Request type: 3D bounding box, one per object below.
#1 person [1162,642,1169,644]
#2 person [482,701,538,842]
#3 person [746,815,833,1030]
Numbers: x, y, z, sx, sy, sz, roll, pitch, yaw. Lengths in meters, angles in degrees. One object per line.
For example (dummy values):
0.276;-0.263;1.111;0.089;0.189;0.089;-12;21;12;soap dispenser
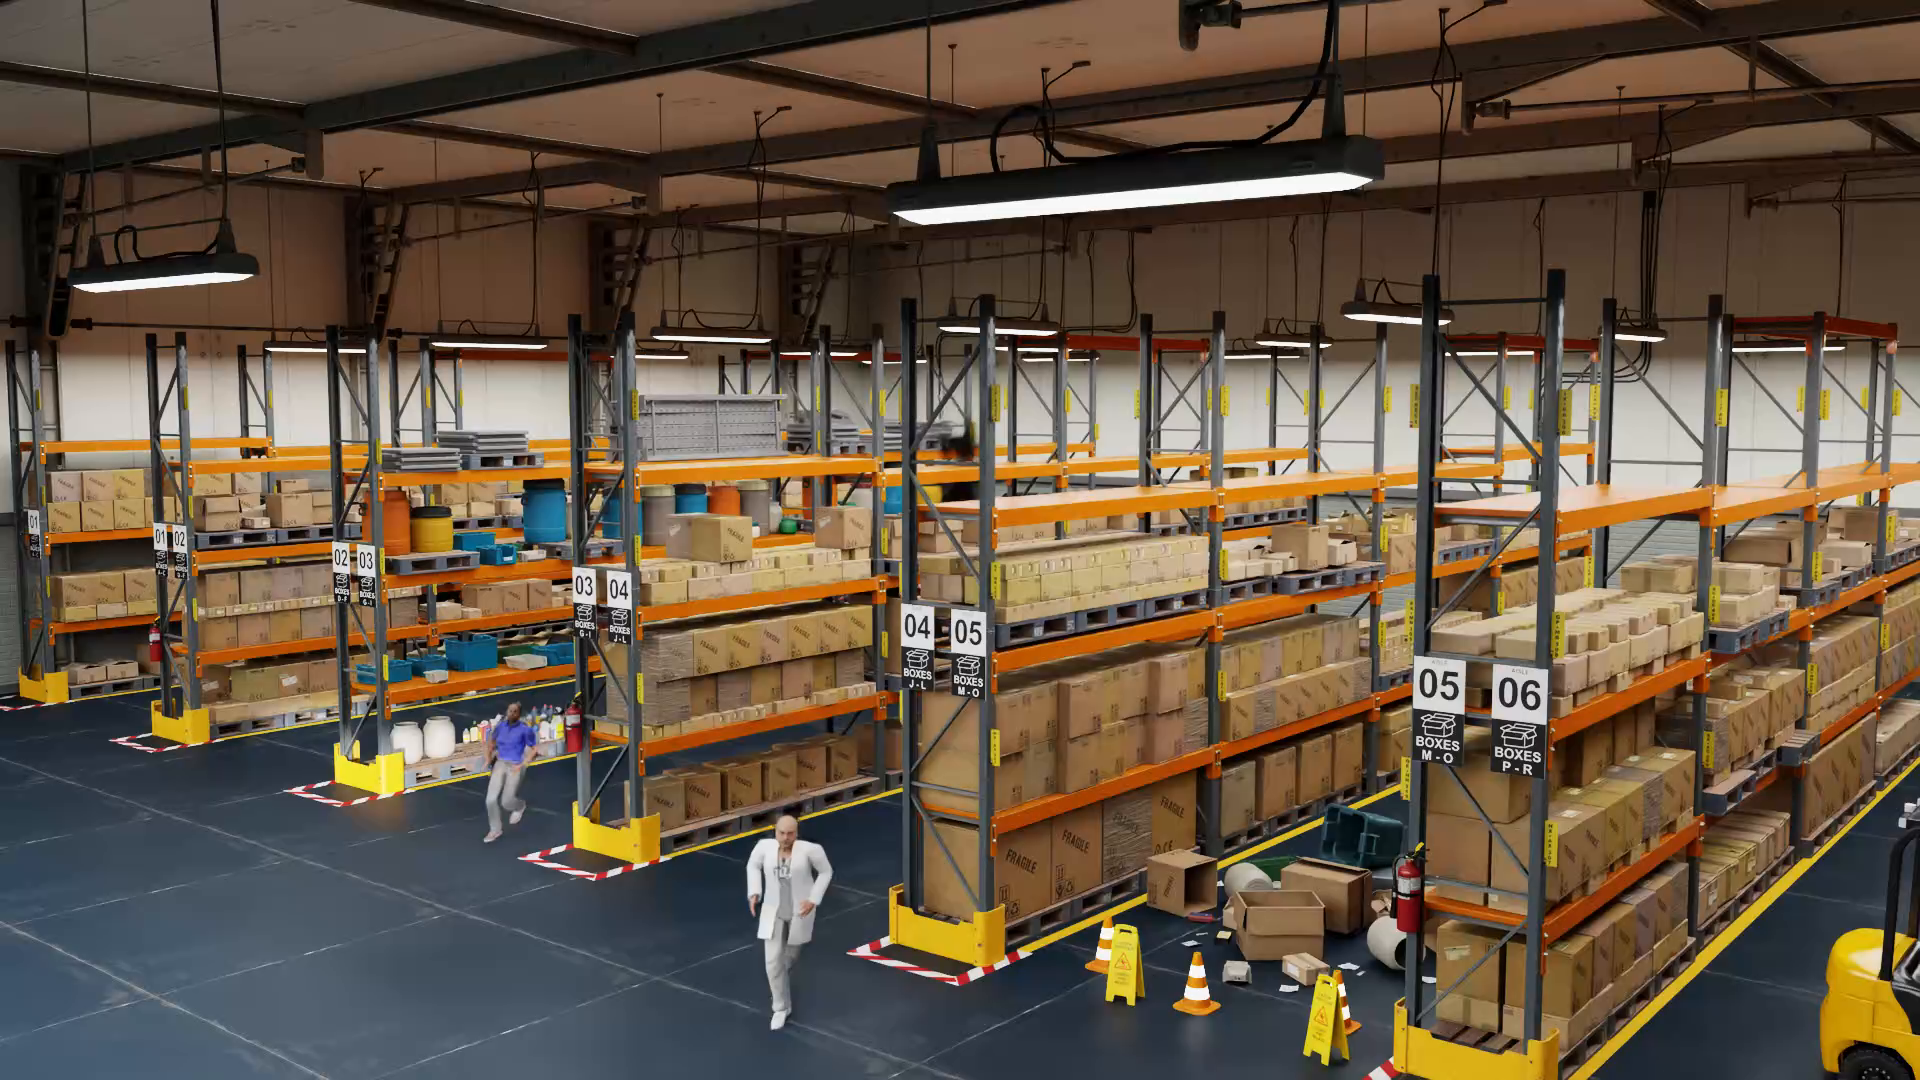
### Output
2.953;2.236;23.953;0.512;1.552;0.530;4;6;36;person
-5.179;2.662;19.251;0.625;1.605;0.627;1;5;14;person
-1.402;3.083;13.853;0.722;1.765;0.930;0;5;3;person
